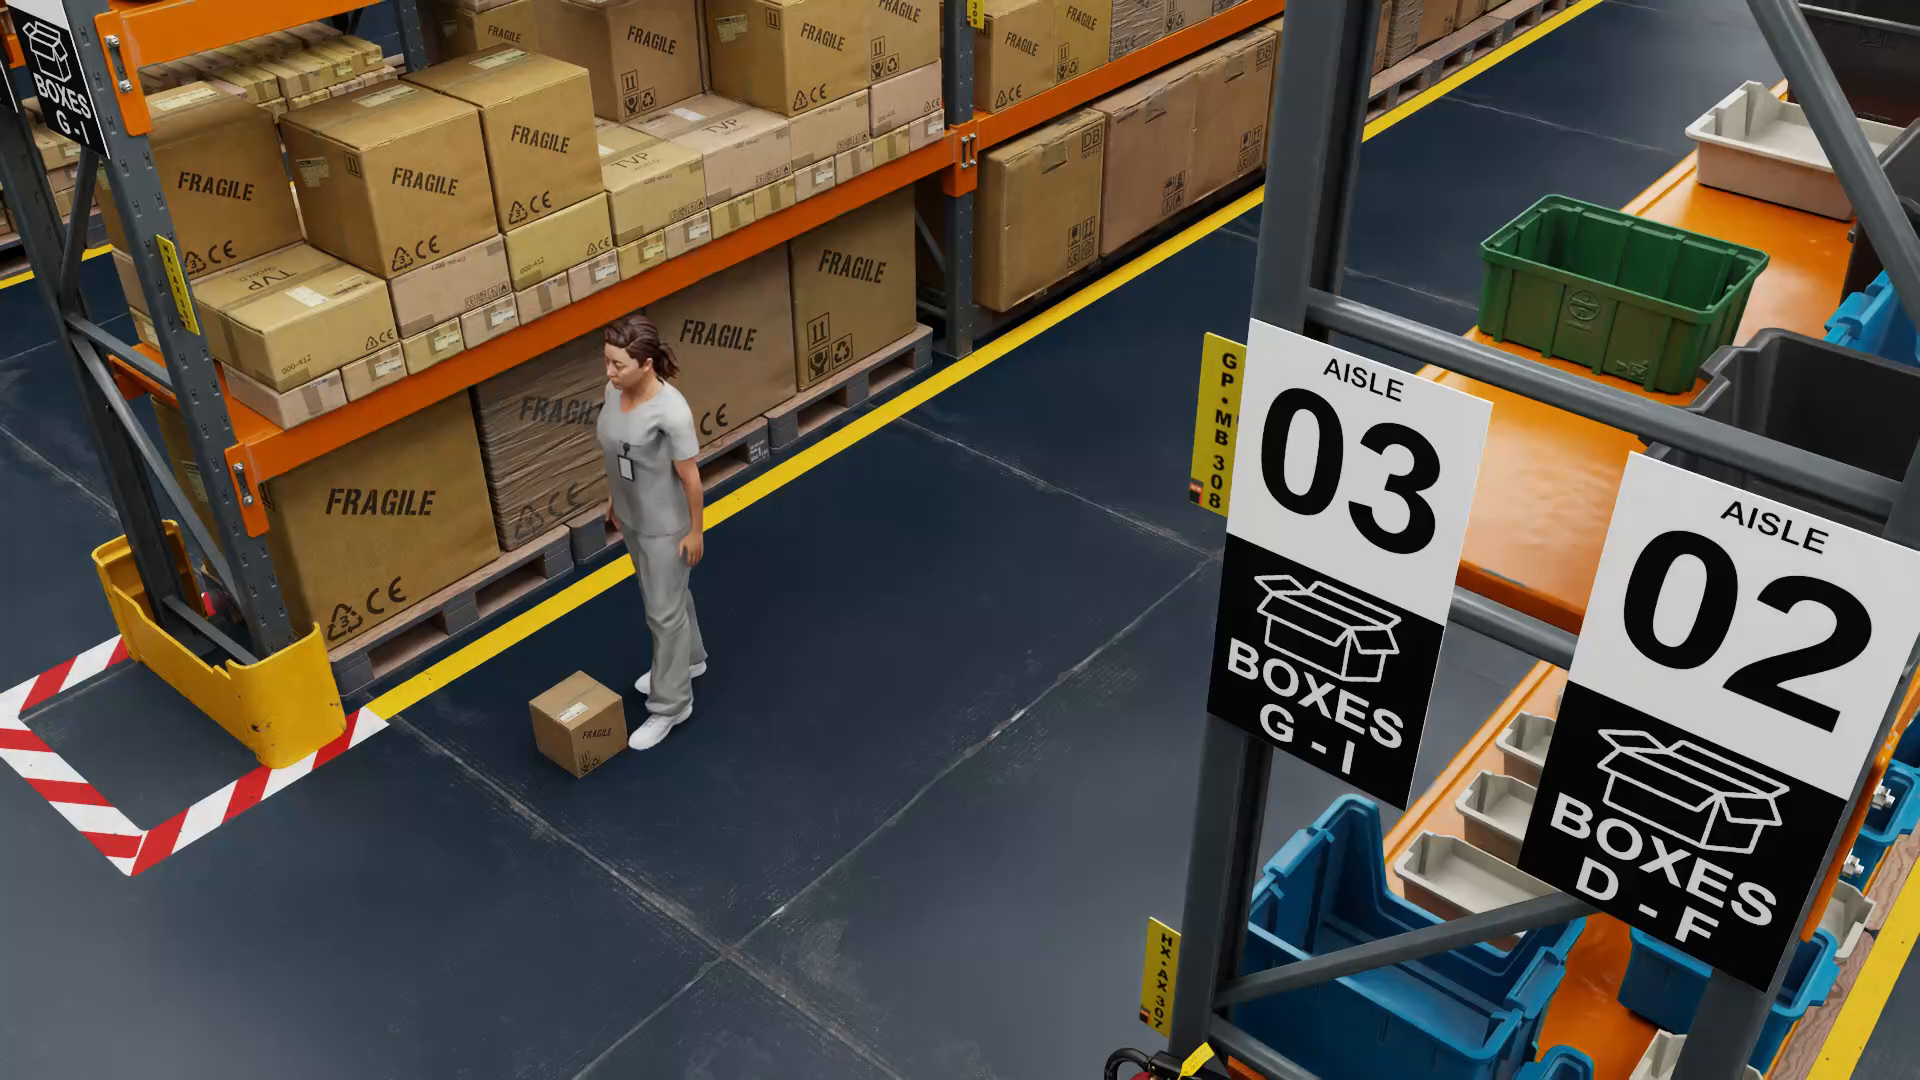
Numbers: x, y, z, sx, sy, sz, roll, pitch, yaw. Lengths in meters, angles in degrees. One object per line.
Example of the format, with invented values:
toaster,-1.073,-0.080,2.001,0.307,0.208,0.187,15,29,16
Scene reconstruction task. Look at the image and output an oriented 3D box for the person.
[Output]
person,-1.214,-0.050,6.214,0.528,1.683,0.474,-30,45,-35
